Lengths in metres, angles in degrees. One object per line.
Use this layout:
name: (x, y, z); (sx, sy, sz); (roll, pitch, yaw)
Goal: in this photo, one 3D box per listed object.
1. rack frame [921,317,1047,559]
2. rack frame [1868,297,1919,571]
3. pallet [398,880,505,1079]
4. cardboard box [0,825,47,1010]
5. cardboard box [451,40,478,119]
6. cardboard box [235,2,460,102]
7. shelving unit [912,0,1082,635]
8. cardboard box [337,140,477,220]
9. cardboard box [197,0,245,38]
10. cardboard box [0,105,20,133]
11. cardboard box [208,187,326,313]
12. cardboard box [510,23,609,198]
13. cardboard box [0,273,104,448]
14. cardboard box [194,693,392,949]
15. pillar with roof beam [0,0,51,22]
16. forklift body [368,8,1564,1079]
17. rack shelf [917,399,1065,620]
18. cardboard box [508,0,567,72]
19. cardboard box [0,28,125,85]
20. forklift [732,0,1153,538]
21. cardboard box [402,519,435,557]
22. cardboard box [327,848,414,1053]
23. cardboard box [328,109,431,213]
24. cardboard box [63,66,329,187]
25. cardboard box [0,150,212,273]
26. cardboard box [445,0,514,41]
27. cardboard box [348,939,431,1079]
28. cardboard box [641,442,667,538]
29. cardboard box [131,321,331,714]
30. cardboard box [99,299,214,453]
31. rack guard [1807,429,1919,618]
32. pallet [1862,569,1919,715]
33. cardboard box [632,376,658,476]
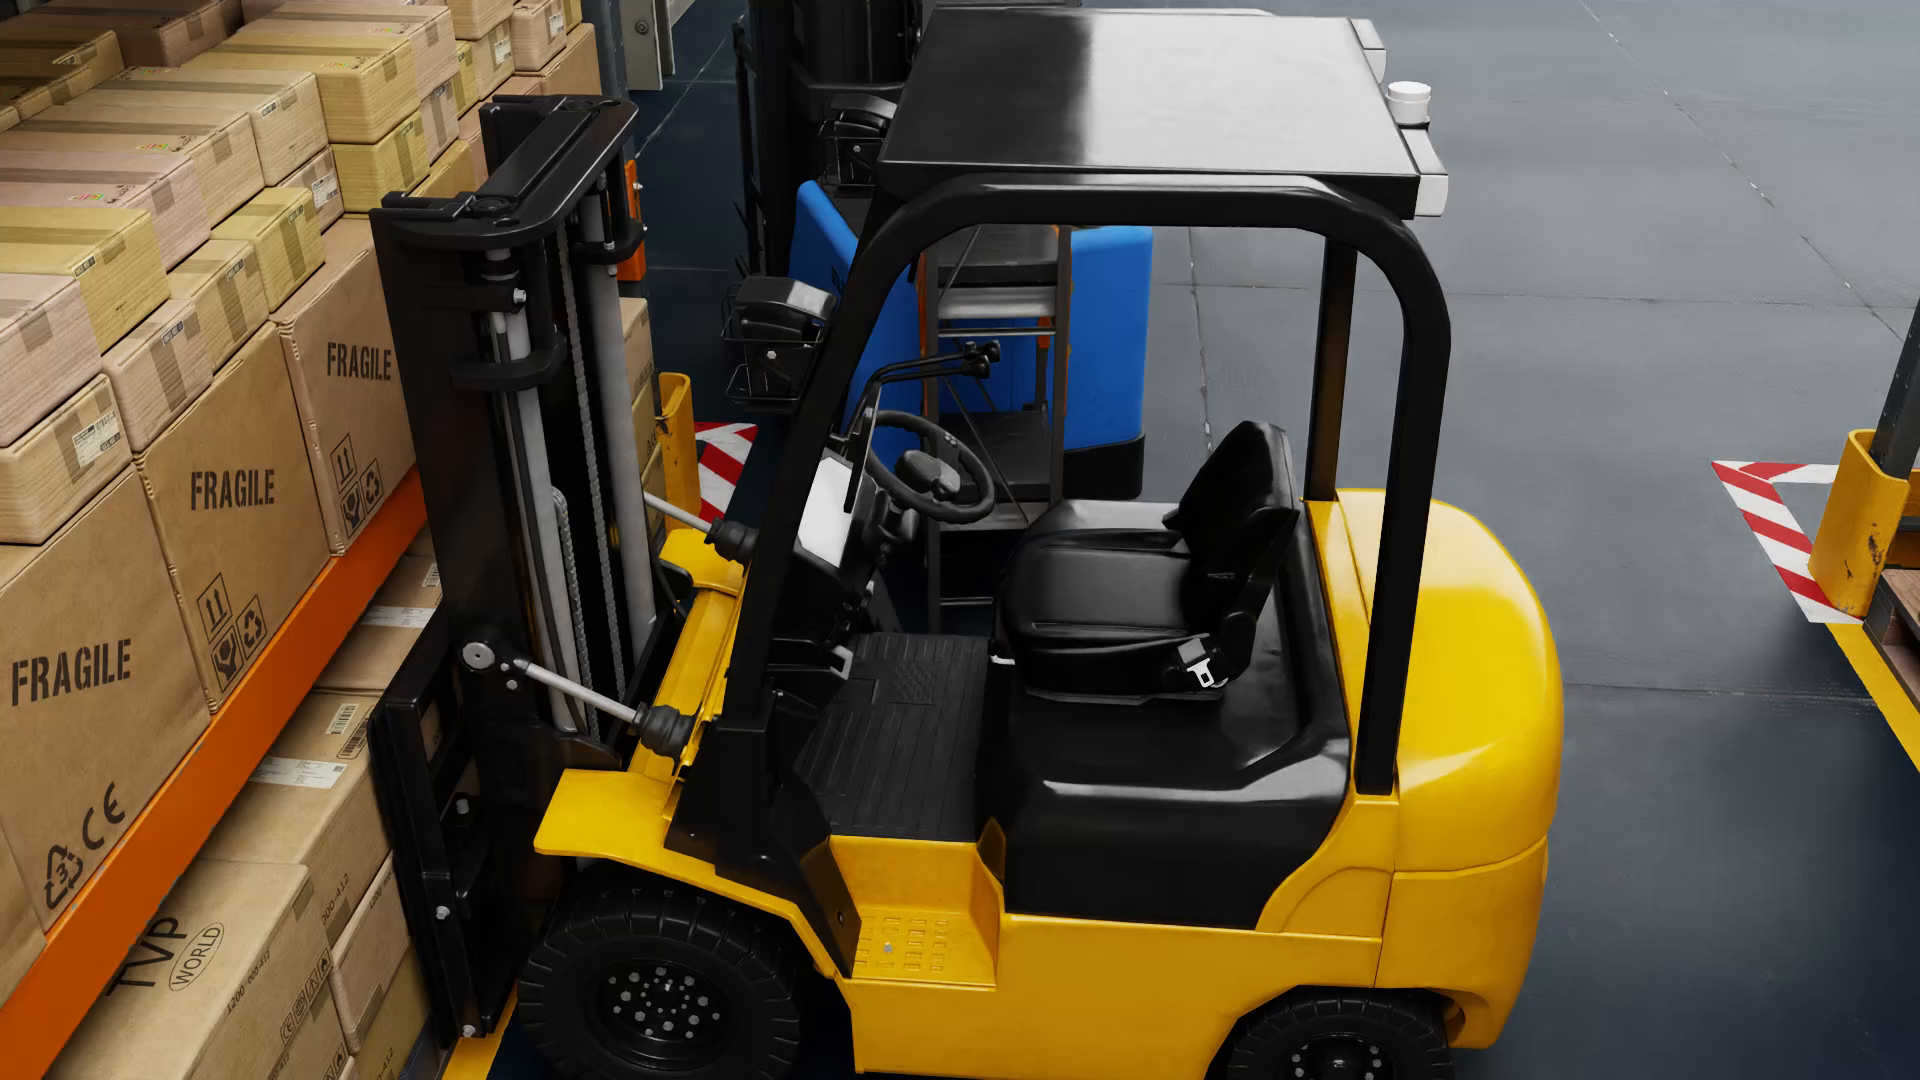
rack frame: (0.076, -0.838, 5.108); (0.400, 2.100, 0.015); (-2, 32, -3)
rack frame: (3.432, -1.137, 4.735); (1.000, 3.000, 0.127); (2, 32, 4)
pallet: (-1.638, 0.878, 4.124); (1.003, 0.211, 1.213); (2, 32, 4)
cardboard box: (-1.545, 0.481, 2.015); (0.500, 0.500, 0.500); (2, 32, 3)
cardboard box: (-1.369, -1.075, 3.922); (0.380, 0.149, 0.250); (2, 32, 4)
cardboard box: (-1.323, -1.060, 3.613); (0.380, 0.149, 0.250); (3, 32, 5)
shelving unit: (0.090, -0.710, 4.901); (0.431, 2.100, 0.503); (-2, 32, -3)
cardboard box: (-1.387, -0.582, 3.740); (0.500, 0.500, 0.500); (2, 32, 3)
cardboard box: (-1.853, -1.223, 3.878); (0.380, 0.149, 0.250); (3, 32, 4)
cardboard box: (-1.928, -0.680, 2.997); (0.380, 0.149, 0.250); (3, 32, 5)
cardboard box: (-1.408, -0.537, 3.049); (0.380, 0.149, 0.250); (2, 32, 3)
cardboard box: (-1.294, -1.121, 4.614); (0.500, 0.500, 0.500); (2, 32, 3)
cardboard box: (-1.453, -0.259, 2.314); (0.380, 0.149, 0.250); (3, 32, 5)
cardboard box: (-1.408, 0.544, 3.276); (0.500, 0.250, 0.500); (3, 32, 6)
pillar with roof beam: (1.820, -3.391, 2.676); (9.100, 9.000, 0.400); (2, 32, 4)
forklift body: (0.148, 0.084, 3.564); (2.313, 2.155, 1.214); (2, 32, 4)
rack shelf: (0.090, -0.103, 5.275); (0.431, 0.518, 0.480); (-2, 32, -3)
cardboard box: (-1.256, -1.337, 4.347); (0.380, 0.149, 0.250); (3, 32, 5)
cardboard box: (-1.969, -0.951, 3.437); (0.380, 0.149, 0.250); (2, 32, 3)
forklift: (-0.293, -2.003, 6.206); (1.130, 2.935, 3.031); (-10, 33, -15)
cardboard box: (-1.309, 0.005, 4.150); (0.500, 0.250, 0.500); (3, 32, 5)
cardboard box: (-1.403, 0.758, 3.405); (0.500, 0.250, 0.500); (2, 32, 4)
cardboard box: (-1.345, -0.800, 3.476); (0.380, 0.149, 0.250); (3, 32, 4)
cardboard box: (-1.454, -0.794, 3.181); (0.380, 0.149, 0.250); (3, 32, 5)
cardboard box: (-1.494, -0.532, 2.756); (0.380, 0.149, 0.250); (2, 32, 4)
cardboard box: (-1.318, -1.328, 4.048); (0.380, 0.149, 0.250); (3, 32, 5)
cardboard box: (-1.420, 0.962, 3.550); (0.500, 0.250, 0.500); (3, 32, 5)
cardboard box: (-1.239, -0.096, 5.267); (0.500, 0.250, 0.500); (3, 32, 4)
cardboard box: (-1.479, -0.057, 2.887); (0.500, 0.500, 0.500); (2, 32, 3)
cardboard box: (-1.423, -0.265, 2.608); (0.380, 0.149, 0.250); (2, 32, 3)
rack guard: (3.426, -0.033, 5.327); (1.175, 0.500, 0.348); (2, 32, 4)
pallet: (3.324, 0.513, 4.716); (1.003, 0.211, 1.213); (2, 32, 4)
cardboard box: (-1.244, -0.300, 5.122); (0.500, 0.250, 0.500); (2, 32, 3)
